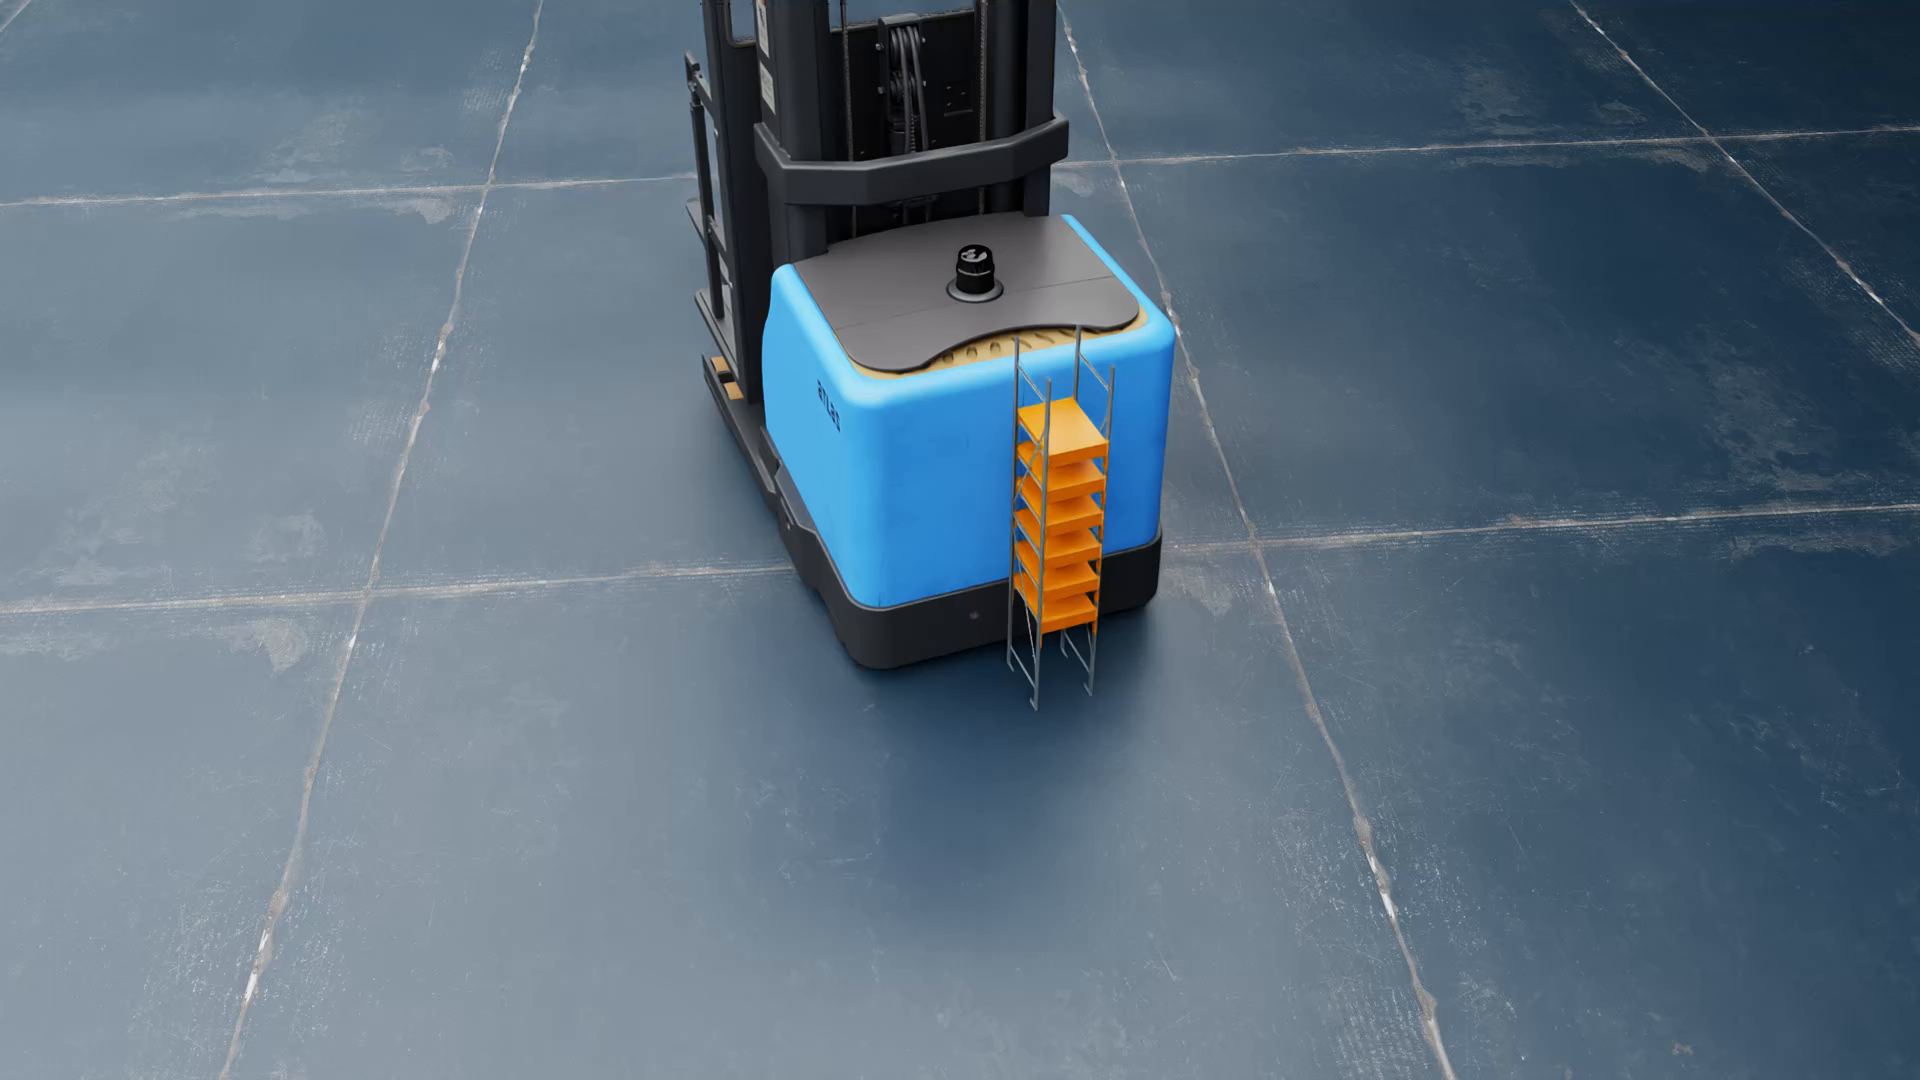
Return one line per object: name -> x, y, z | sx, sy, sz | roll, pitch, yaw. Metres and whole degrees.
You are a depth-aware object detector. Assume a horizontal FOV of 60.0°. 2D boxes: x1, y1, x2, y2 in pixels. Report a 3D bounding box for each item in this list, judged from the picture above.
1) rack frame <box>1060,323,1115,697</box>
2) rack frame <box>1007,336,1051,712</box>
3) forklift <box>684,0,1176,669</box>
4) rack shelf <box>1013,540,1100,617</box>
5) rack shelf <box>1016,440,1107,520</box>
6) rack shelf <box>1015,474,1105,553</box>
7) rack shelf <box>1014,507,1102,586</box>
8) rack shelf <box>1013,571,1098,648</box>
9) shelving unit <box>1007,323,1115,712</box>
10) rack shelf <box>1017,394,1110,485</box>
rack frame -> 0.365, -0.055, 4.850 | 0.006, 1.200, 0.240 | -13, 40, -16
rack frame -> 0.194, -0.015, 4.800 | 0.006, 1.200, 0.240 | -13, 40, -16
forklift -> -0.350, -1.668, 5.498 | 1.130, 2.935, 3.031 | -13, 40, -16
rack shelf -> 0.279, 0.094, 4.927 | 0.180, 0.103, 0.258 | -13, 40, -16
rack shelf -> 0.279, -0.188, 4.704 | 0.180, 0.103, 0.258 | -13, 40, -16
rack shelf -> 0.279, -0.094, 4.778 | 0.180, 0.103, 0.258 | -13, 40, -16
rack shelf -> 0.279, 0.000, 4.852 | 0.180, 0.103, 0.258 | -13, 40, -16
rack shelf -> 0.279, 0.188, 5.001 | 0.180, 0.103, 0.258 | -13, 40, -16
shelving unit -> 0.279, -0.035, 4.825 | 0.189, 1.200, 0.258 | -13, 40, -16
rack shelf -> 0.279, -0.282, 4.629 | 0.180, 0.103, 0.258 | -13, 40, -16
